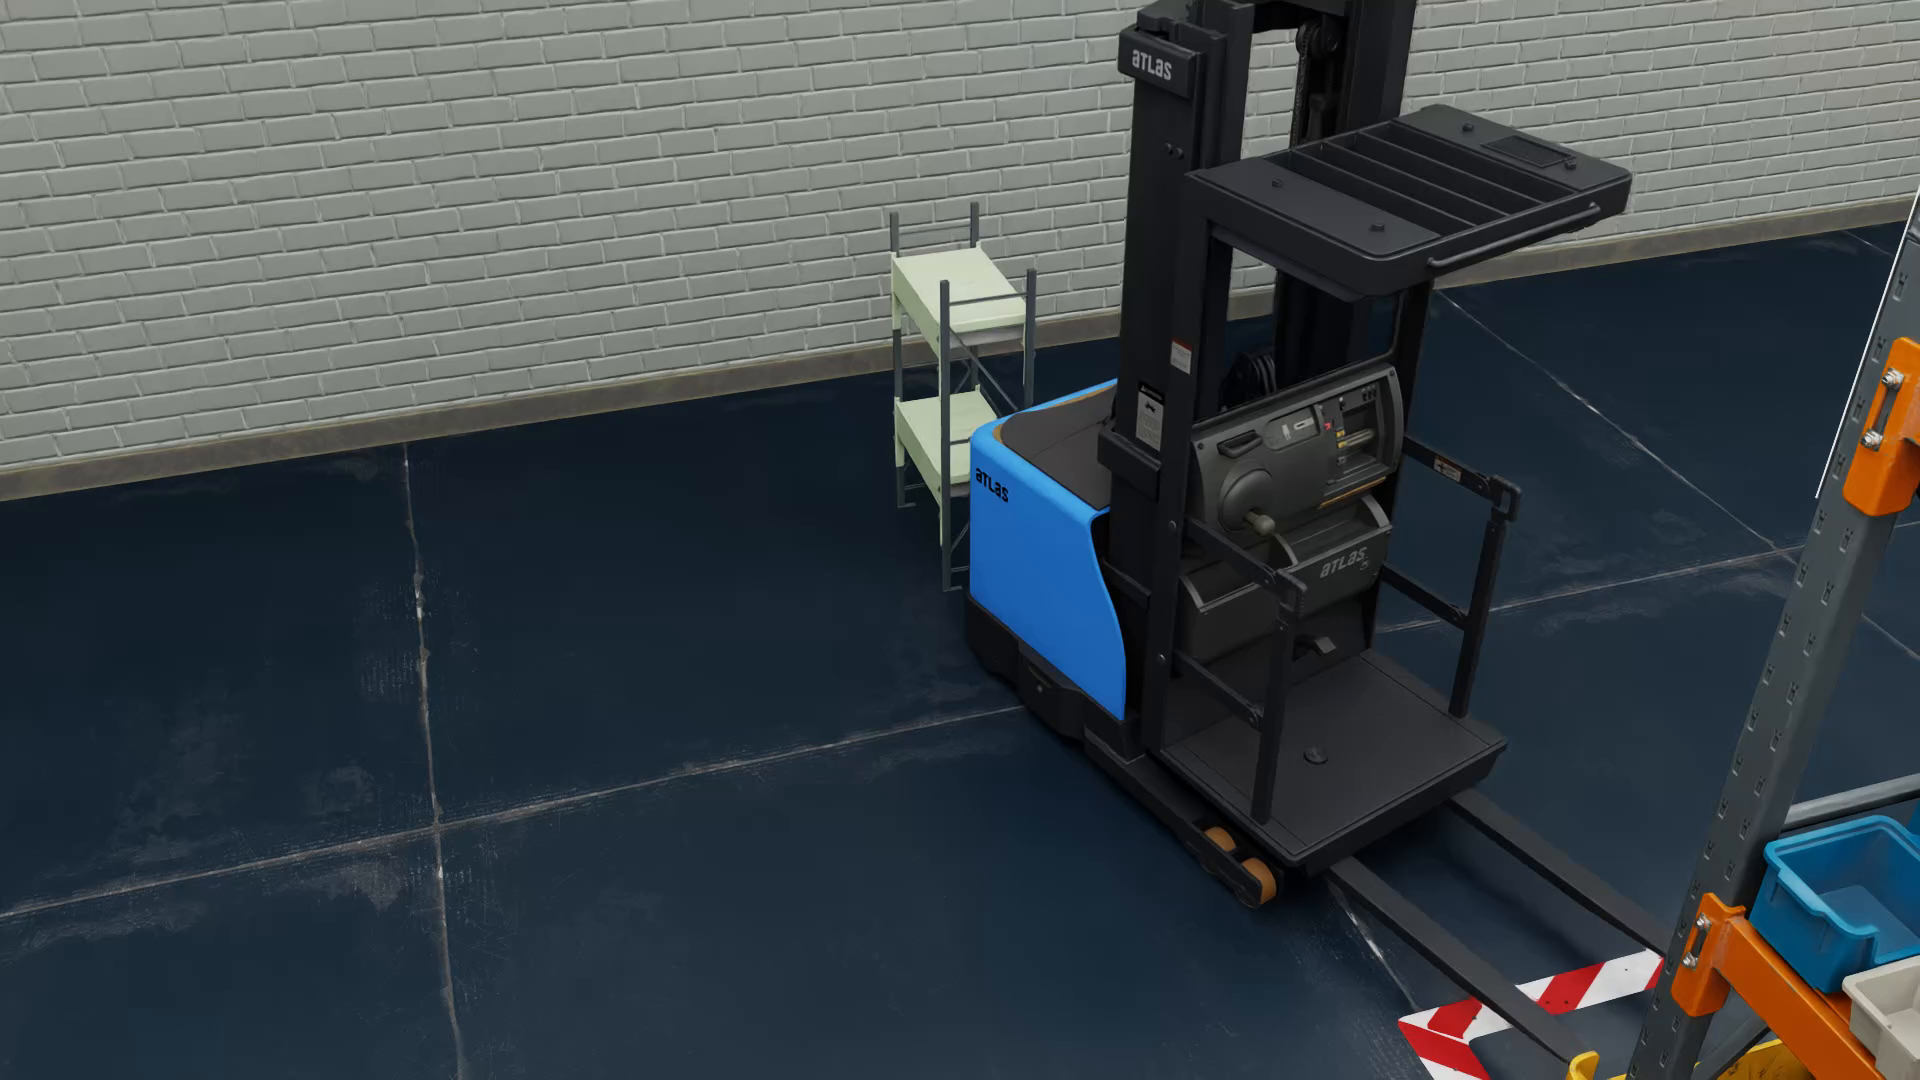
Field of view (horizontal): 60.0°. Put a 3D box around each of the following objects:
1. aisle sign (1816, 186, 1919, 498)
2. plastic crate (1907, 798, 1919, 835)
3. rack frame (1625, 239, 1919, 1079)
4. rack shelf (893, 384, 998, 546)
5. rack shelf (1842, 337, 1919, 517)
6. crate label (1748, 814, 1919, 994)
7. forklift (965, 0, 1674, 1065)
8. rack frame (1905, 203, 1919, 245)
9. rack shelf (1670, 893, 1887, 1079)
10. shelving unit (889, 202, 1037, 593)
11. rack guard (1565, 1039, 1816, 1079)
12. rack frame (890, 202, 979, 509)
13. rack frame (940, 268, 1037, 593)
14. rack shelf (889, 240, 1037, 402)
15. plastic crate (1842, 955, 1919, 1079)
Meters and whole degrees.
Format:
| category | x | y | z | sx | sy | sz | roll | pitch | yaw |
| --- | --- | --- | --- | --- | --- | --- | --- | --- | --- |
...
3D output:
| category | x | y | z | sx | sy | sz | roll | pitch | yaw |
| --- | --- | --- | --- | --- | --- | --- | --- | --- | --- |
| aisle sign | 2.000 | -0.451 | 3.353 | 0.394 | 0.787 | 0.004 | -10 | 35 | -15 |
| plastic crate | 2.585 | 0.726 | 3.843 | 0.616 | 0.435 | 0.499 | -10 | 35 | -15 |
| rack frame | 2.305 | 0.622 | 4.088 | 1.000 | 3.000 | 0.127 | -10 | 35 | -15 |
| rack shelf | 0.002 | -0.350 | 7.511 | 0.431 | 0.370 | 0.720 | -10 | 35 | -15 |
| rack shelf | 2.915 | 0.720 | 1.871 | 1.077 | 0.370 | 4.000 | -10 | 35 | -15 |
| crate label | 2.067 | 0.852 | 3.838 | 0.416 | 0.233 | 0.303 | -10 | 35 | -15 |
| forklift | 1.274 | -0.246 | 5.464 | 1.130 | 2.935 | 3.031 | -21 | 39 | -28 |
| rack frame | 2.305 | -1.881 | 2.434 | 1.000 | 3.000 | 0.127 | -10 | 35 | -15 |
| rack shelf | 2.915 | 1.972 | 2.698 | 1.077 | 0.370 | 4.000 | -10 | 35 | -15 |
| shelving unit | 0.002 | -0.622 | 7.331 | 0.431 | 1.500 | 0.755 | -10 | 35 | -15 |
| rack guard | 2.285 | 1.654 | 4.793 | 1.175 | 0.500 | 0.348 | -10 | 35 | -15 |
| rack frame | -0.110 | -0.814 | 7.622 | 0.400 | 1.500 | 0.023 | -10 | 35 | -15 |
| rack frame | 0.114 | -0.430 | 7.040 | 0.400 | 1.500 | 0.023 | -10 | 35 | -15 |
| rack shelf | 0.002 | -0.948 | 7.116 | 0.431 | 0.370 | 0.720 | -10 | 35 | -15 |
| plastic crate | 2.086 | 1.074 | 3.589 | 0.250 | 0.136 | 0.298 | -10 | 35 | -15 |
